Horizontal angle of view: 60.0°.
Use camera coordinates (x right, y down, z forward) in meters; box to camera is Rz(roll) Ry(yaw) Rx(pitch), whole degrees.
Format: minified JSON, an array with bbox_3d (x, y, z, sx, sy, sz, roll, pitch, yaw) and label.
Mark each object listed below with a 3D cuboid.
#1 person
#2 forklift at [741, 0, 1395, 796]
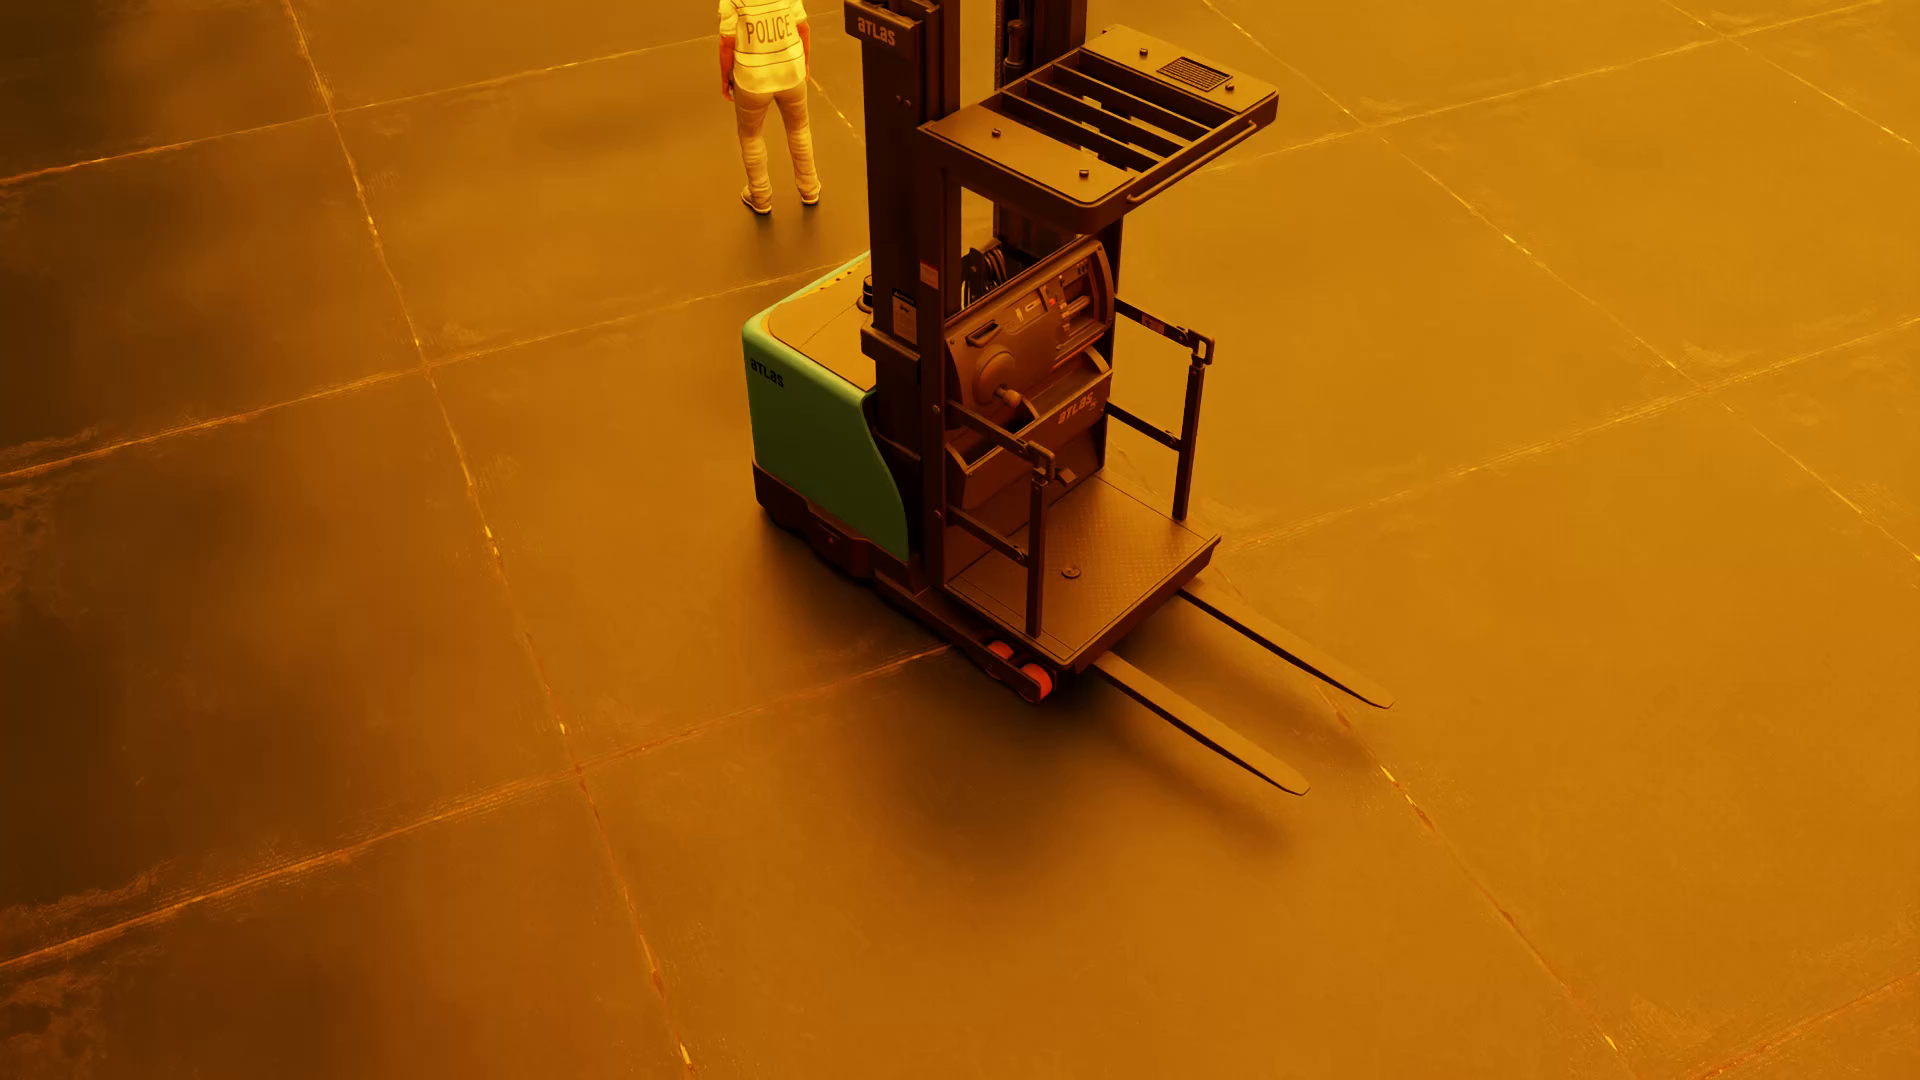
[{"bbox_3d":[-1.091,-2.657,9.456,0.564,1.666,0.469,-15,45,-16],"label":"person"},{"bbox_3d":[0.445,-0.788,6.525,3.031,2.935,1.130,32,52,30],"label":"forklift"}]
